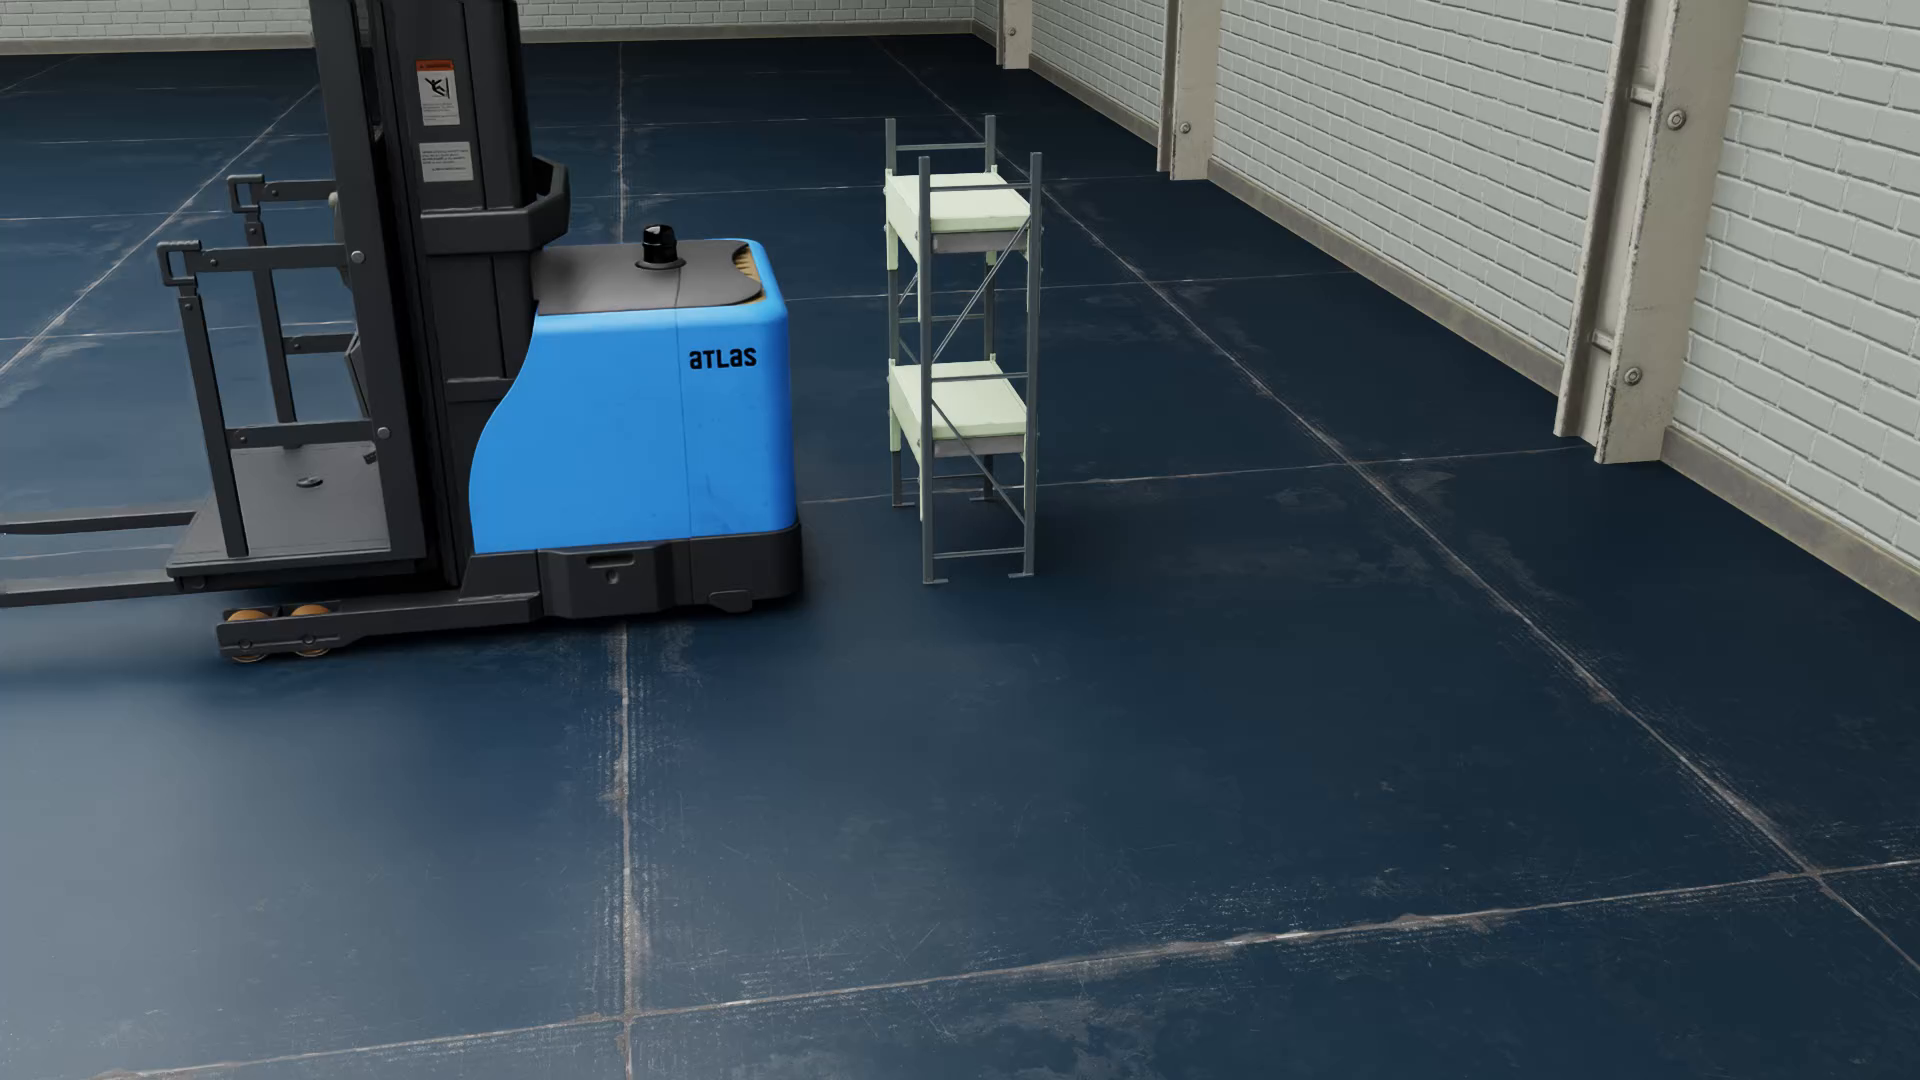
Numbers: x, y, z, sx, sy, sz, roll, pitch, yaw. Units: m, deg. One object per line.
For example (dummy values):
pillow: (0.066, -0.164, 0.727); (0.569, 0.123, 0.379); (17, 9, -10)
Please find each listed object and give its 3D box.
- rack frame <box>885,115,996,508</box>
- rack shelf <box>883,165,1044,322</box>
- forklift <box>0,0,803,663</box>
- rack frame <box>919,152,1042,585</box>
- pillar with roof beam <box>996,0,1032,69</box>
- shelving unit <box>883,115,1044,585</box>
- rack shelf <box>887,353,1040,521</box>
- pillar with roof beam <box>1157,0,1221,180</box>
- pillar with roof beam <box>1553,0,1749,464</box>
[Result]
rack frame: (-0.069, -0.834, 6.285); (0.400, 1.500, 0.023); (-4, 24, -10)
rack shelf: (-0.001, -1.048, 5.800); (0.431, 0.370, 0.720); (-4, 24, -10)
forklift: (-2.108, -1.179, 5.288); (3.031, 2.935, 1.130); (-4, 24, -10)
rack frame: (0.066, -0.546, 5.626); (0.400, 1.500, 0.023); (-4, 24, -10)
pillar with roof beam: (-3.647, -8.933, 15.461); (9.100, 9.000, 0.400); (-4, 24, -10)
shelving unit: (-0.001, -0.690, 5.956); (0.431, 1.500, 0.755); (-4, 24, -10)
rack shelf: (-0.001, -0.391, 6.086); (0.431, 0.370, 0.720); (-4, 24, -10)
pillar with roof beam: (-2.537, -6.573, 10.058); (9.100, 9.000, 0.400); (-4, 24, -10)
pillar with roof beam: (-1.428, -4.213, 4.654); (9.100, 9.000, 0.400); (-4, 24, -10)
